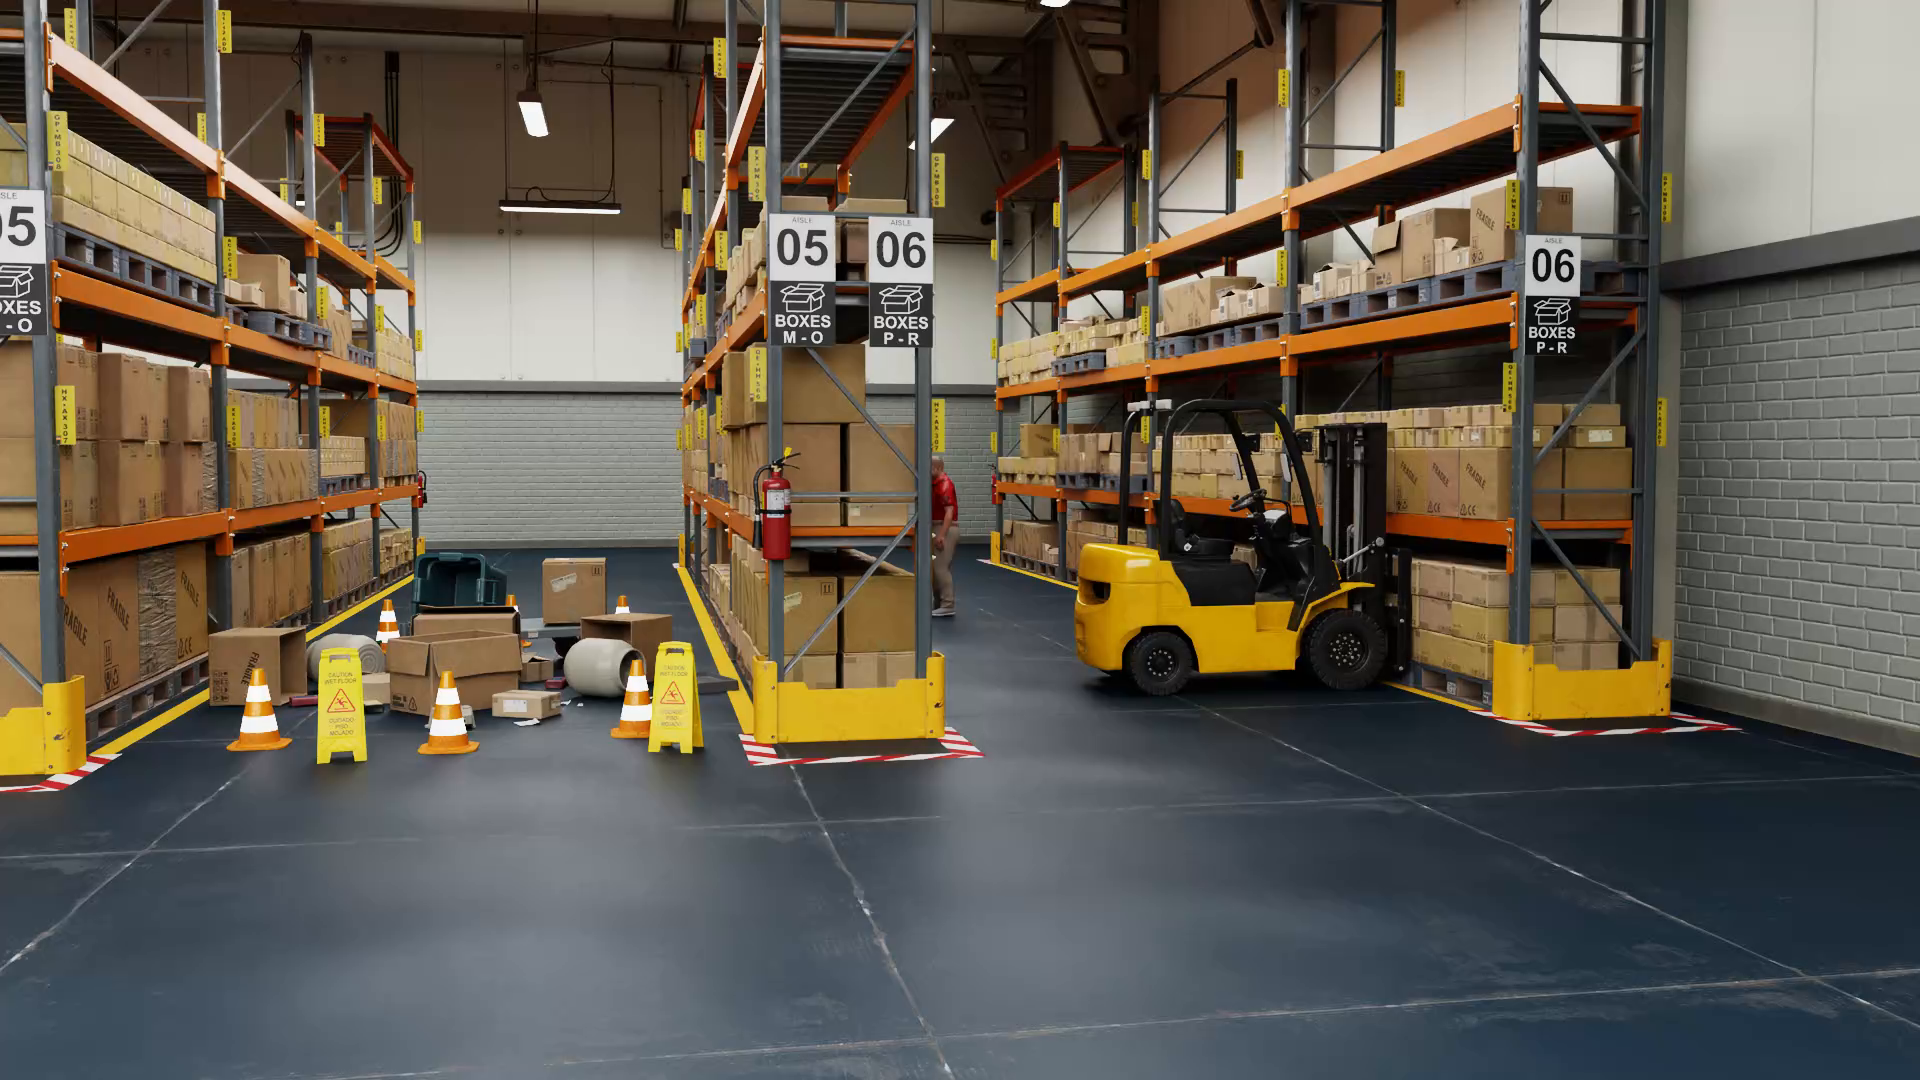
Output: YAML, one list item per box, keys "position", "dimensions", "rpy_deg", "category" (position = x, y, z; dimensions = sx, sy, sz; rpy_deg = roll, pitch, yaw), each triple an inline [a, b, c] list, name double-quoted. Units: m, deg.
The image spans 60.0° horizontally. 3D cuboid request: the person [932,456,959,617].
- position: [-0.215, -0.045, 18.081]
  dimensions: [0.392, 1.727, 0.585]
  rpy_deg: [-1, 3, -11]
  category: "person"
